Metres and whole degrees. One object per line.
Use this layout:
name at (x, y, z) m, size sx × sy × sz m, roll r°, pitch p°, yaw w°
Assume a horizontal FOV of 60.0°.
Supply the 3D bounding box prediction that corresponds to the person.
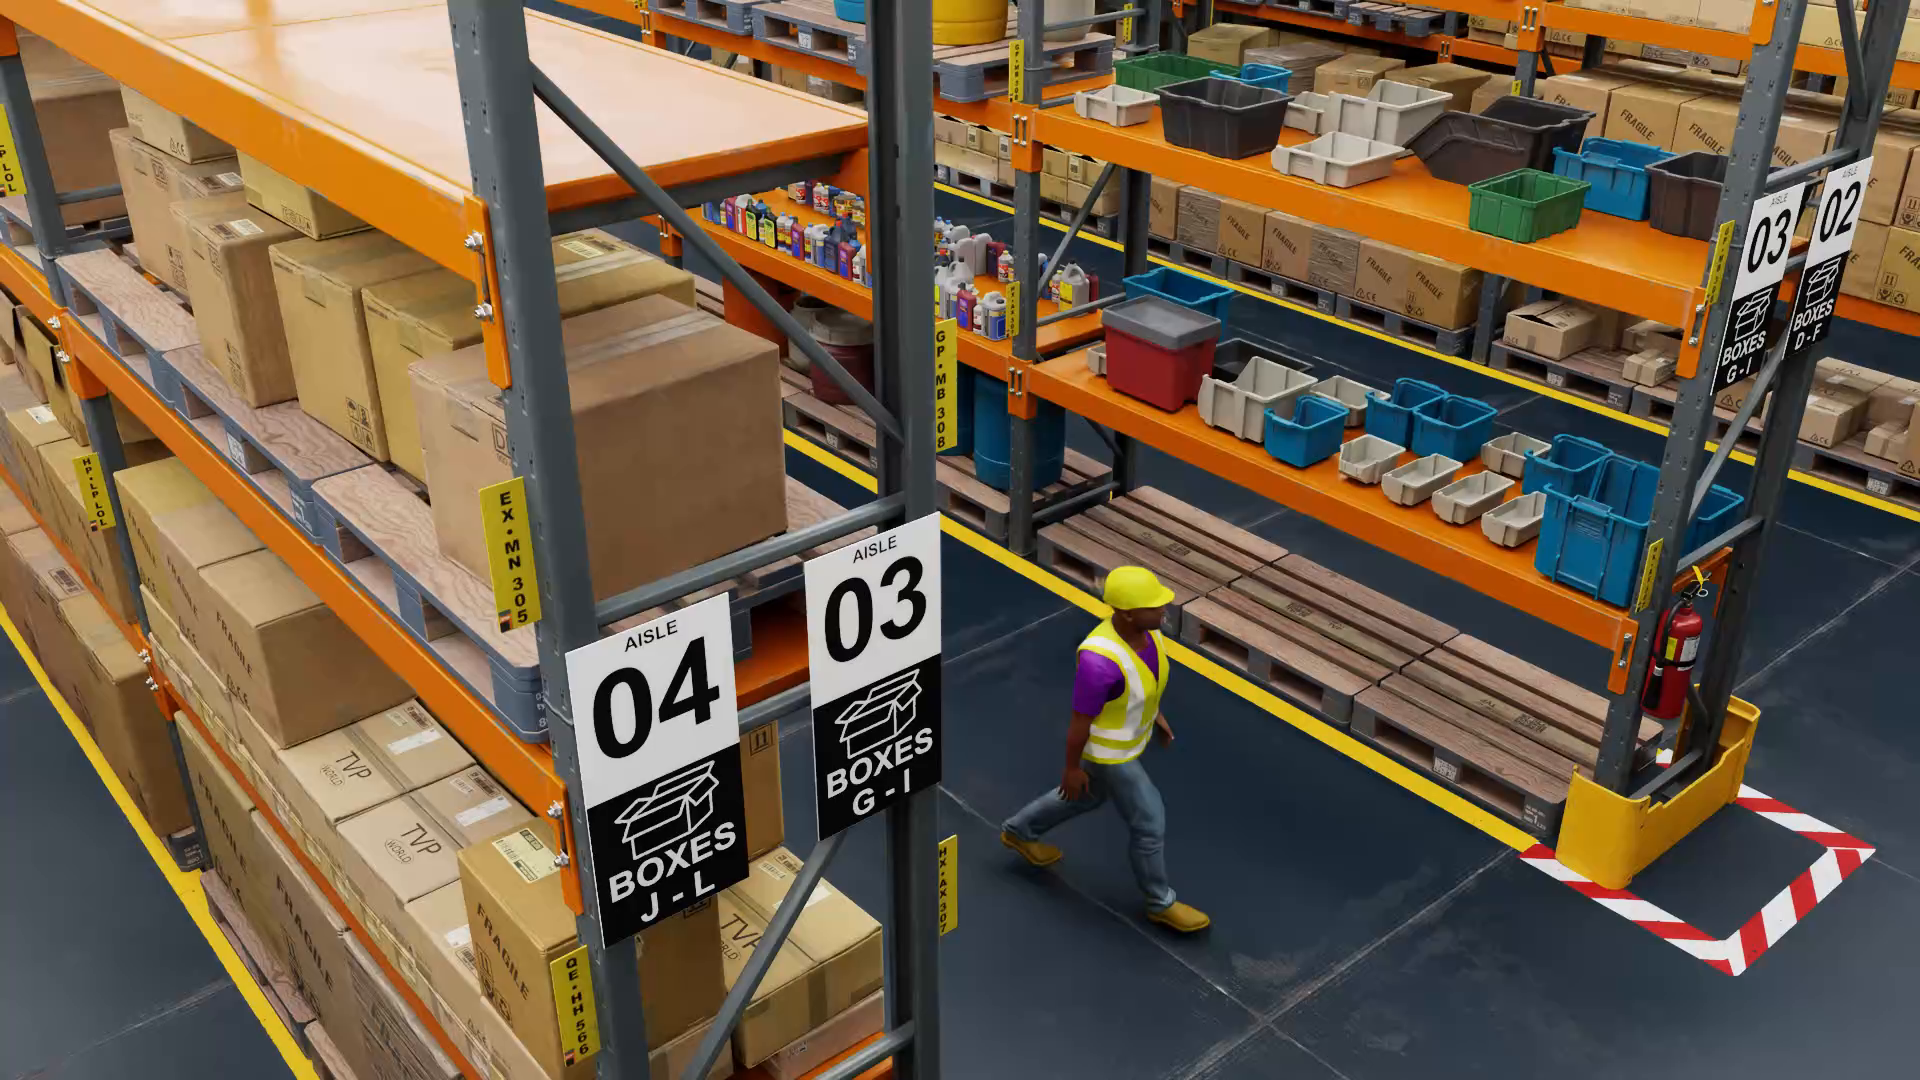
person at (0.583, 0.808, 7.205) m, size 0.865 × 1.665 × 0.595 m, roll 11°, pitch 30°, yaw 20°
